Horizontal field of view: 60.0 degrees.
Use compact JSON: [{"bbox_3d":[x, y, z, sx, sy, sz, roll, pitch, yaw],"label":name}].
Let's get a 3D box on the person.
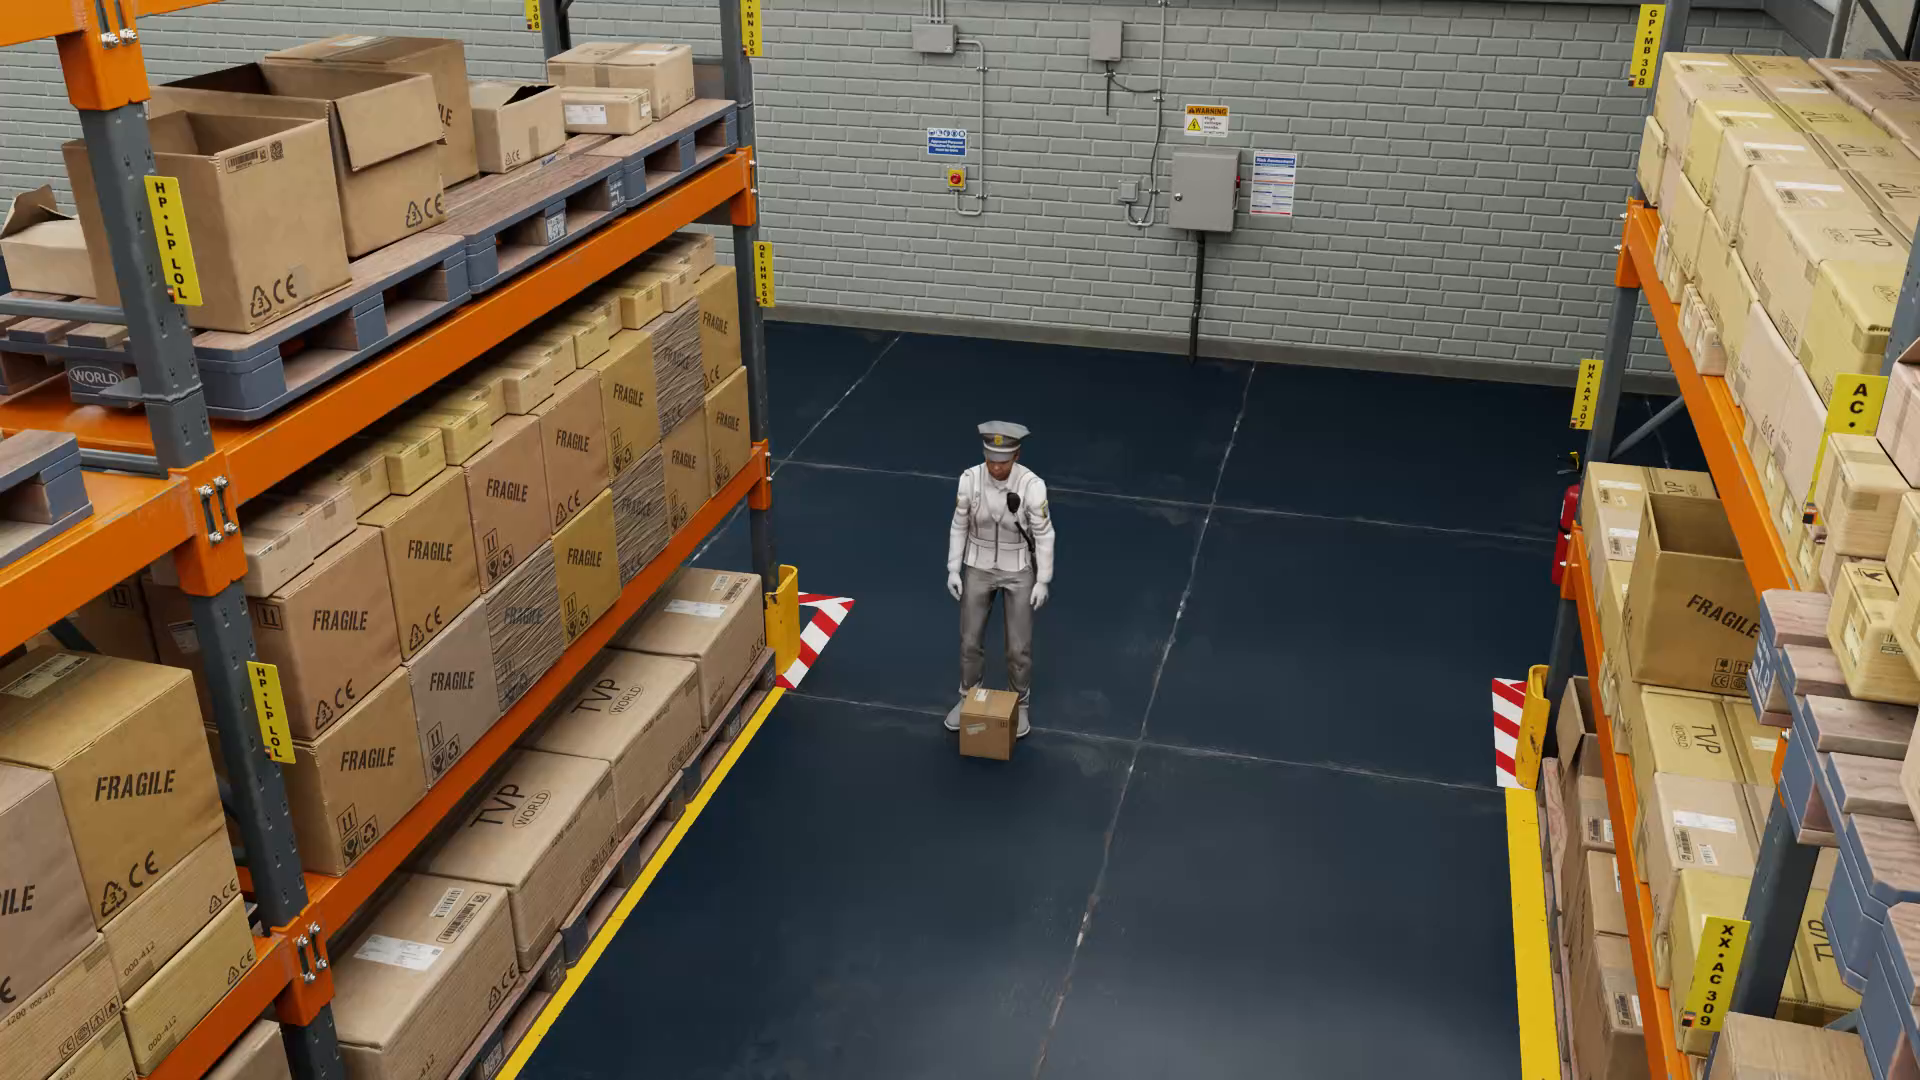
[{"bbox_3d":[0.197,0.181,8.224,0.528,1.664,0.374,6,26,13],"label":"person"}]
